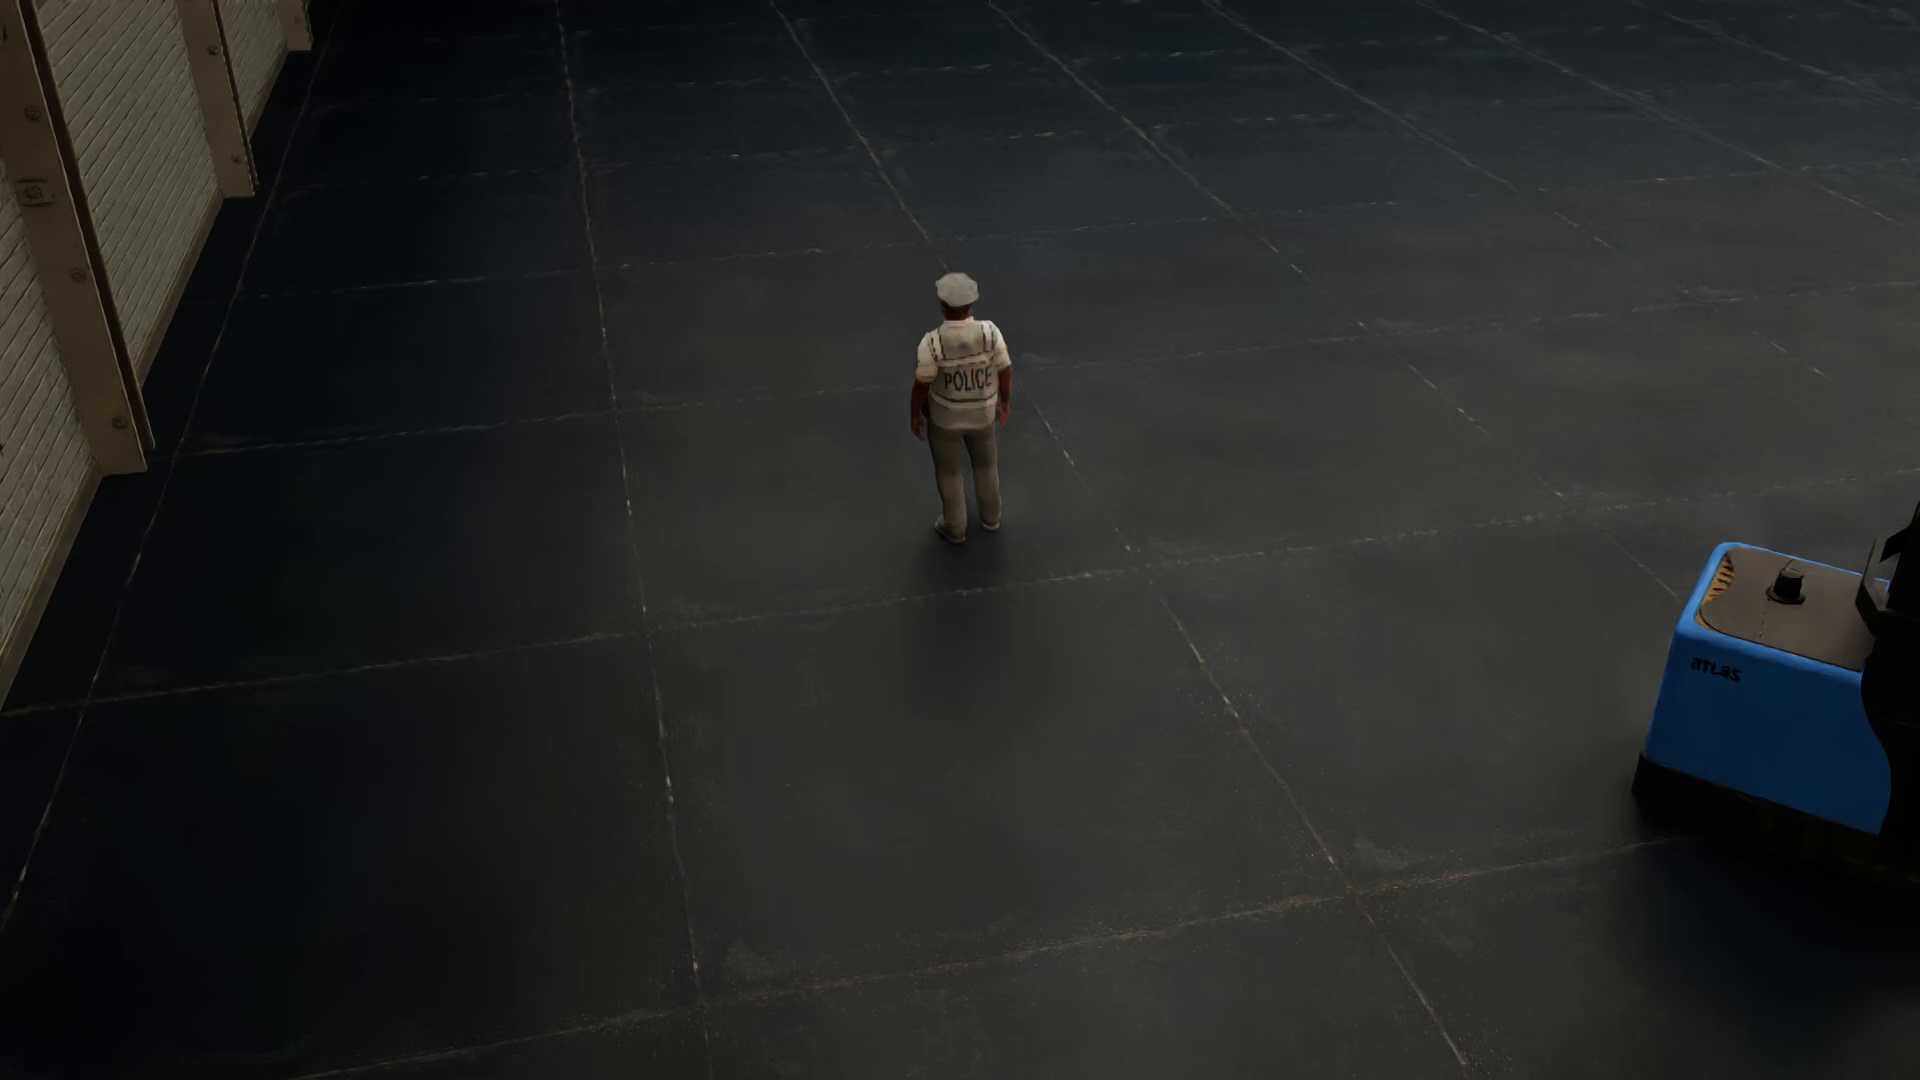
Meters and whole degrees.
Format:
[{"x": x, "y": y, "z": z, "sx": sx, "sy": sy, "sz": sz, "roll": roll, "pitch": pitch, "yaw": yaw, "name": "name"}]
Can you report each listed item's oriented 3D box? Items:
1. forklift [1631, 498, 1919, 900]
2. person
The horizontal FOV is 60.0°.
[{"x": 4.832, "y": 0.251, "z": 7.141, "sx": 3.031, "sy": 2.935, "sz": 1.130, "roll": 18, "pitch": 35, "yaw": 28, "name": "forklift"}, {"x": -0.007, "y": -0.817, "z": 10.117, "sx": 0.640, "sy": 1.781, "sz": 0.574, "roll": -7, "pitch": 31, "yaw": -12, "name": "person"}]
